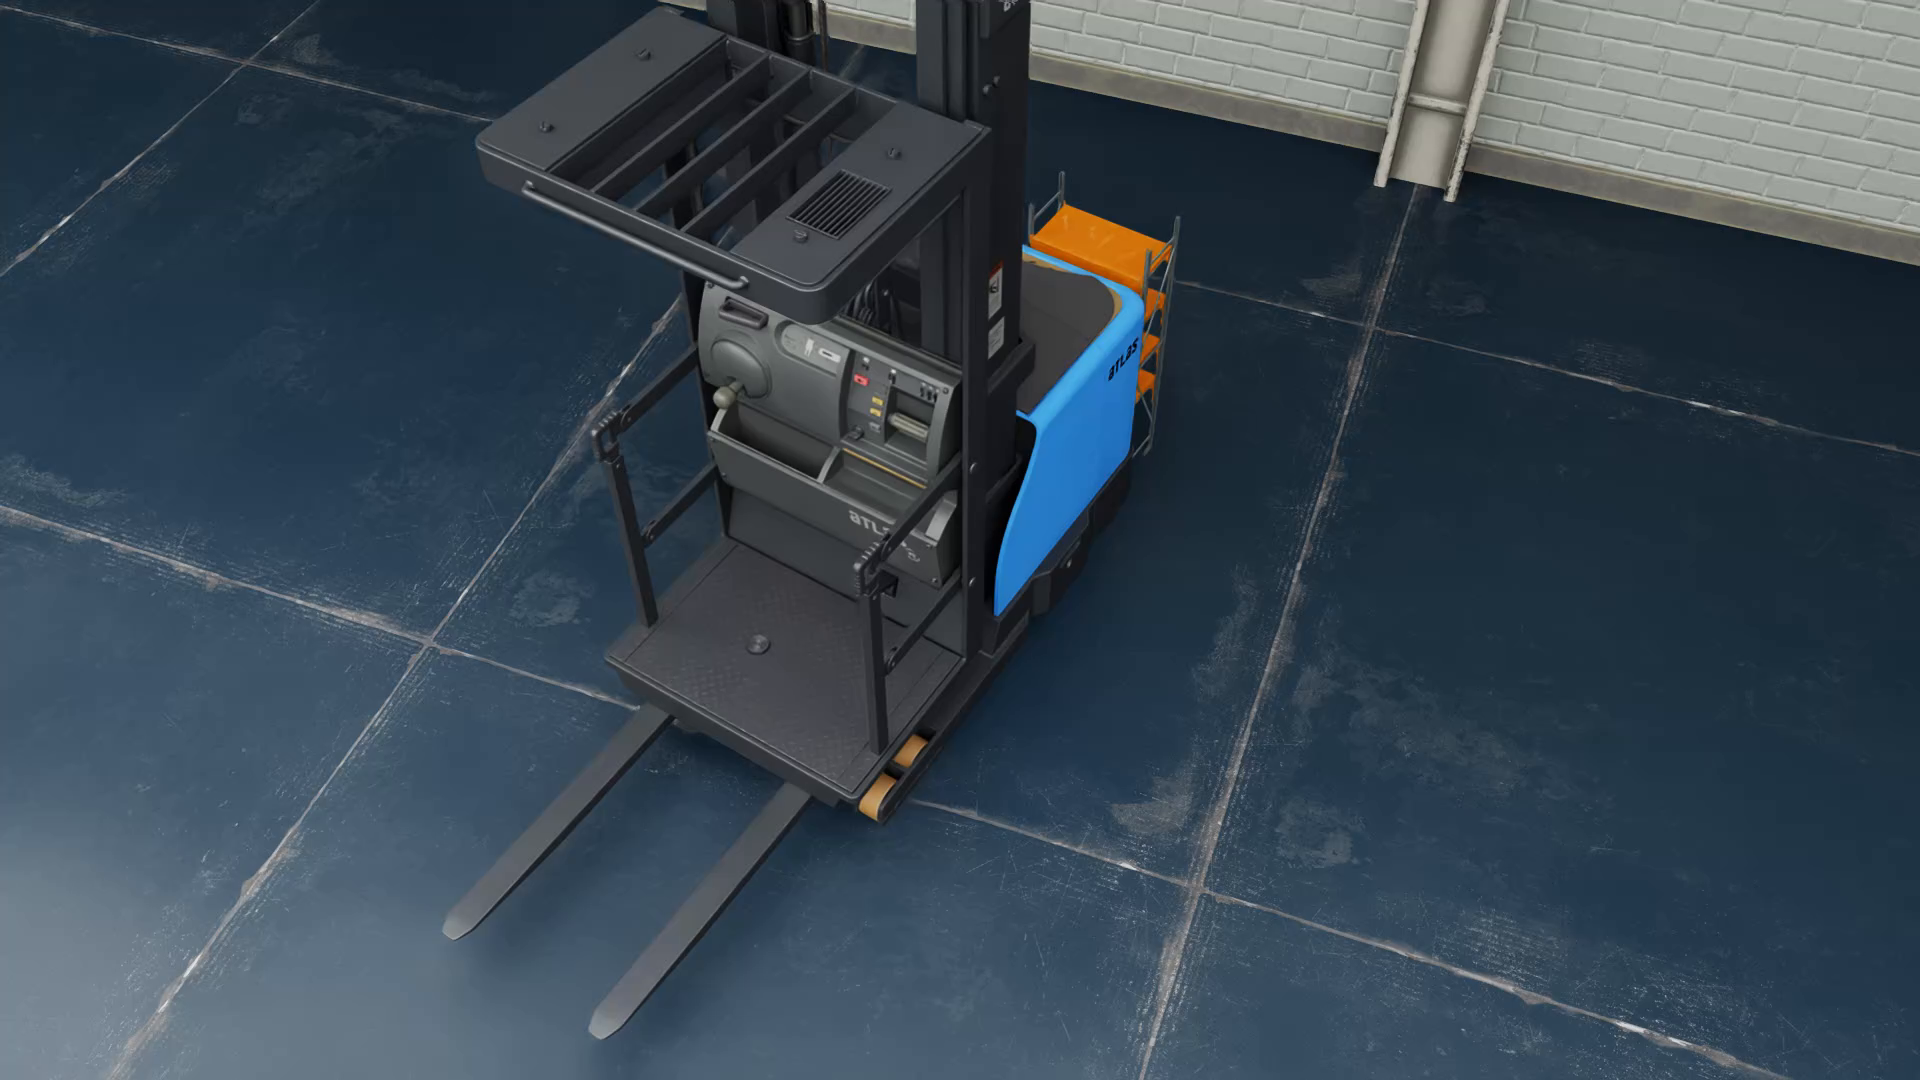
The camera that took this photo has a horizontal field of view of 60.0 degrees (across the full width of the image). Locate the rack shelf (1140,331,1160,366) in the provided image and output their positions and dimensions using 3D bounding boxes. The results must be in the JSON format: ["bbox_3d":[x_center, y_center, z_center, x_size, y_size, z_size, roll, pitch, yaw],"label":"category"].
[{"bbox_3d":[0.528,-0.765,6.575,0.480,0.148,0.258,26,54,21],"label":"rack shelf"}]

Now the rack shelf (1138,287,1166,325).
[{"bbox_3d":[0.528,-0.912,6.406,0.480,0.148,0.258,26,54,21],"label":"rack shelf"}]

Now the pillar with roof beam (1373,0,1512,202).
[{"bbox_3d":[0.765,-1.687,2.124,0.400,9.000,9.100,16,51,13],"label":"pillar with roof beam"}]

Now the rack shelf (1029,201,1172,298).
[{"bbox_3d":[0.528,-1.067,6.227,0.480,0.148,0.258,26,54,21],"label":"rack shelf"}]

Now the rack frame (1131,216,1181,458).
[{"bbox_3d":[0.733,-0.710,6.437,0.015,1.200,0.240,26,54,21],"label":"rack frame"}]

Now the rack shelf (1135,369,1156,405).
[{"bbox_3d":[0.528,-0.635,6.725,0.480,0.148,0.258,26,54,21],"label":"rack shelf"}]

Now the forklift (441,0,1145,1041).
[{"bbox_3d":[-0.540,-0.402,5.025,1.130,2.935,3.031,26,54,21],"label":"forklift"}]

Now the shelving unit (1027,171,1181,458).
[{"bbox_3d":[0.528,-0.810,6.524,0.503,1.200,0.258,26,54,21],"label":"shelving unit"}]

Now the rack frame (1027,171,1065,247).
[{"bbox_3d":[0.323,-0.909,6.611,0.015,1.200,0.240,26,54,21],"label":"rack frame"}]
